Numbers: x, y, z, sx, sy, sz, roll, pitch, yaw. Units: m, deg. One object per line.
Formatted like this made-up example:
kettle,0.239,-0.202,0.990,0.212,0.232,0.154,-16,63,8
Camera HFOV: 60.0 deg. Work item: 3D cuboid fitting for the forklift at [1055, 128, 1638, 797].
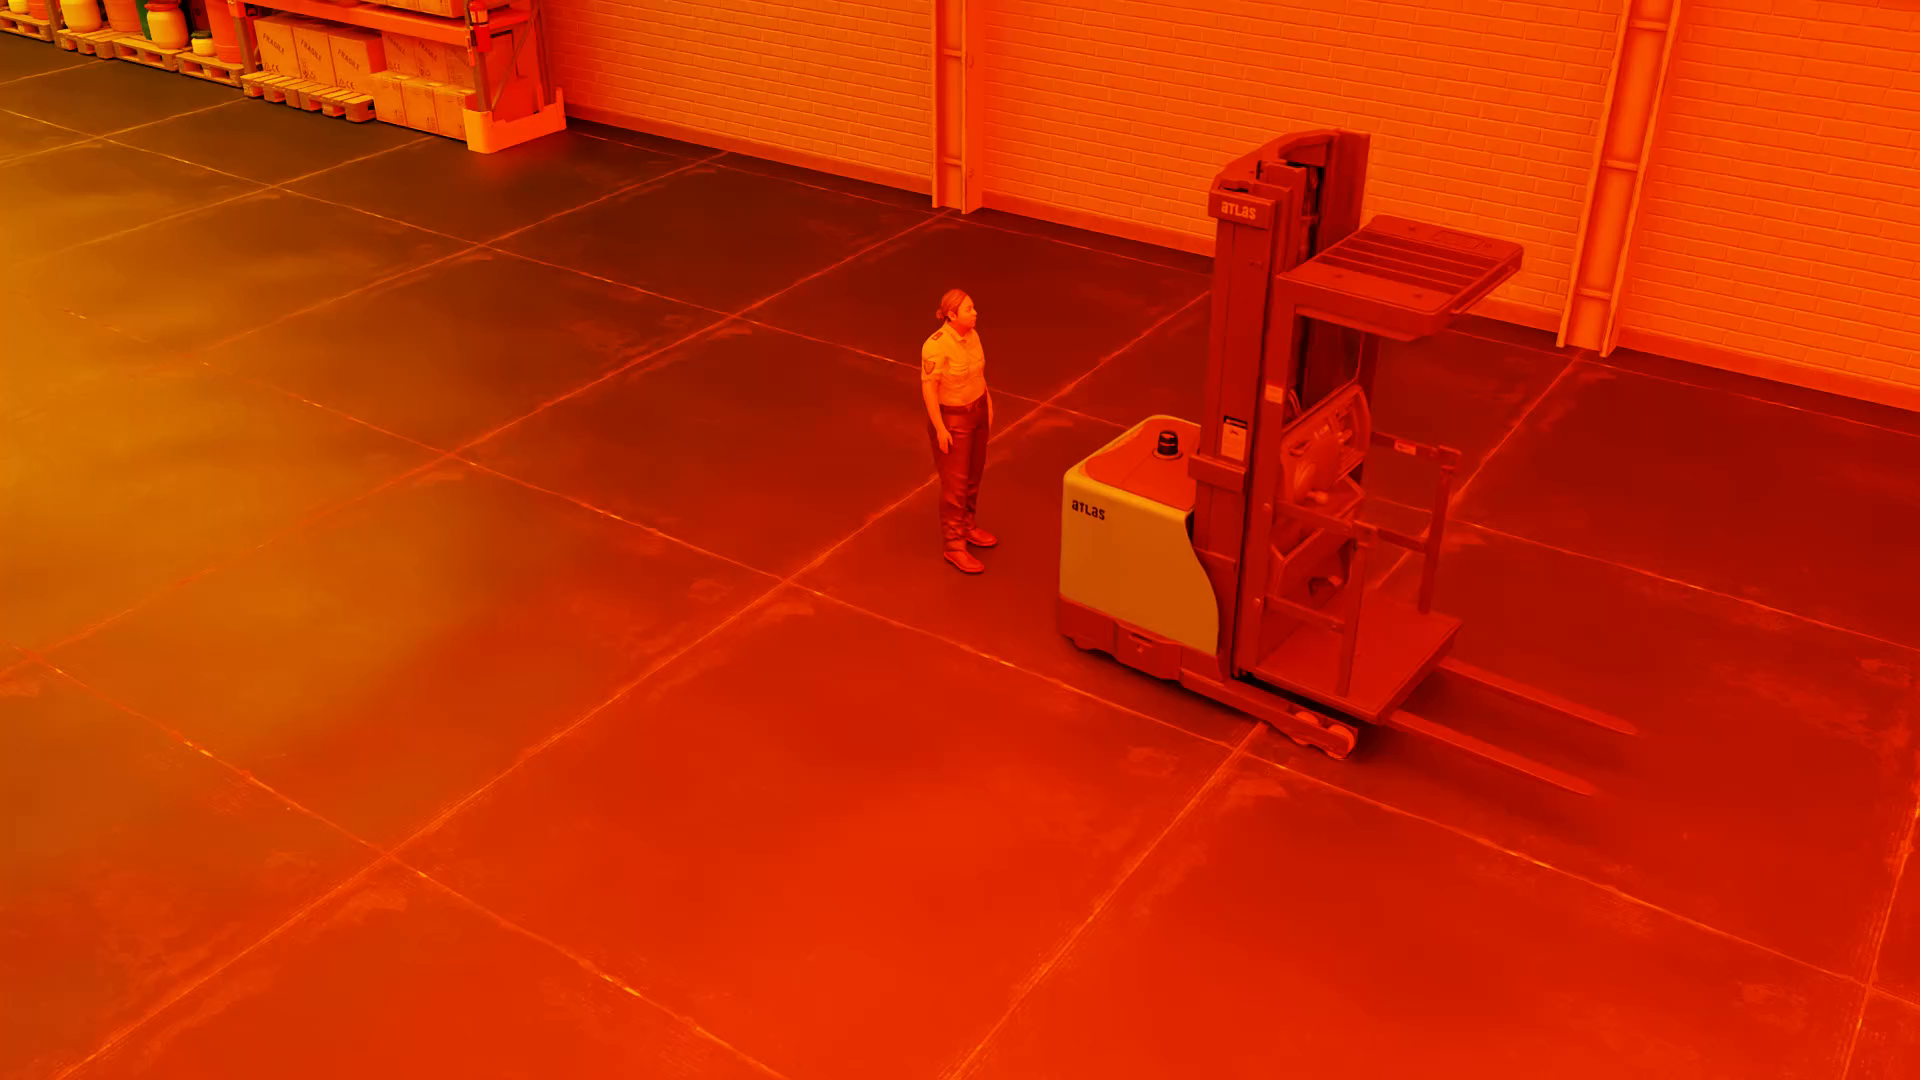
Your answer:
forklift,2.023,-0.446,8.350,3.031,2.935,1.130,21,36,32

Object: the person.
person,0.061,-0.679,10.026,0.503,1.638,0.598,19,35,29
